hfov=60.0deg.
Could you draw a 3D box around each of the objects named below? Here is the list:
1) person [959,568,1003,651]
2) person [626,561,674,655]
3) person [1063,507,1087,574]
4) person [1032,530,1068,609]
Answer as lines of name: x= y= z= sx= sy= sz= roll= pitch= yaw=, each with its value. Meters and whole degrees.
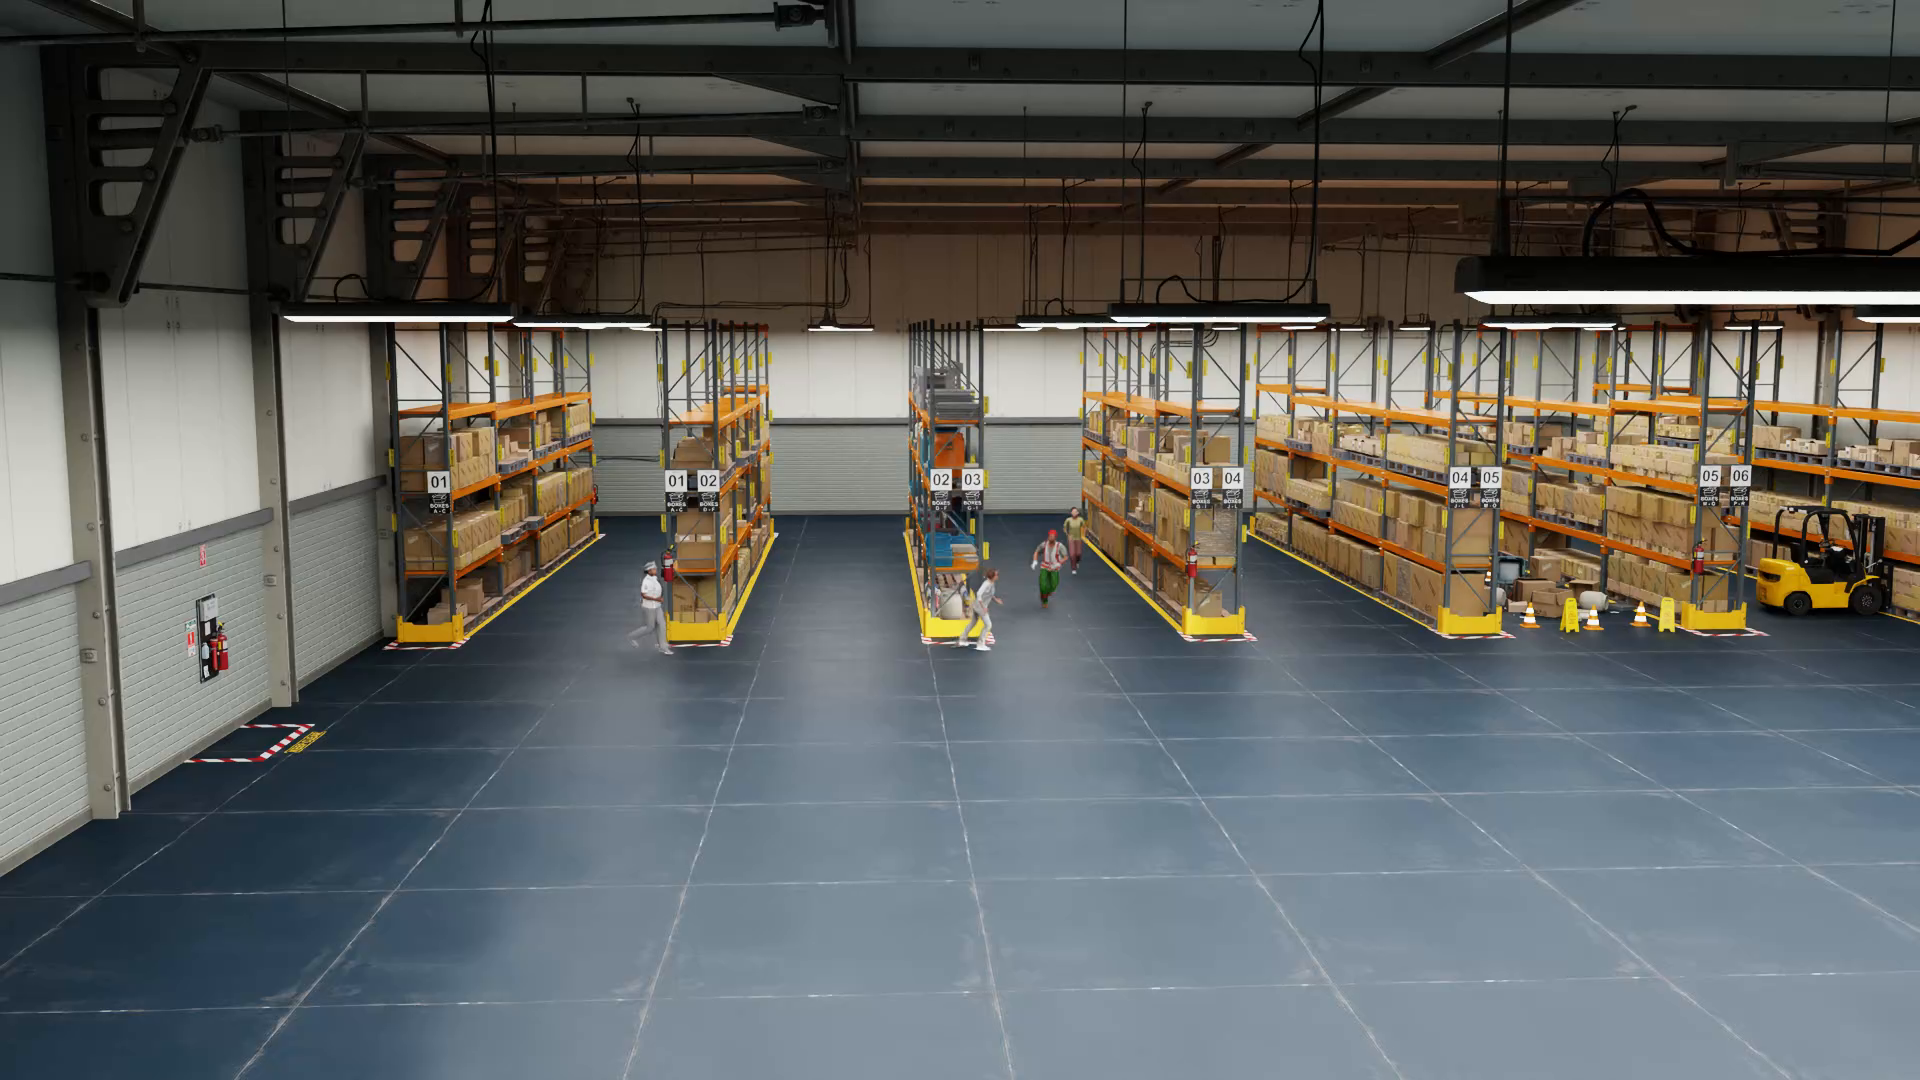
person: x=0.381 y=1.256 z=30.272 sx=0.809 sy=1.513 sz=0.586 roll=0 pitch=7 yaw=0
person: x=-5.568 y=1.223 z=29.812 sx=0.882 sy=1.704 sz=0.589 roll=1 pitch=7 yaw=12
person: x=2.758 y=0.010 z=39.814 sx=0.569 sy=1.619 sz=0.576 roll=0 pitch=7 yaw=-1
person: x=1.879 y=0.606 z=34.864 sx=0.763 sy=1.689 sz=0.552 roll=0 pitch=7 yaw=1
